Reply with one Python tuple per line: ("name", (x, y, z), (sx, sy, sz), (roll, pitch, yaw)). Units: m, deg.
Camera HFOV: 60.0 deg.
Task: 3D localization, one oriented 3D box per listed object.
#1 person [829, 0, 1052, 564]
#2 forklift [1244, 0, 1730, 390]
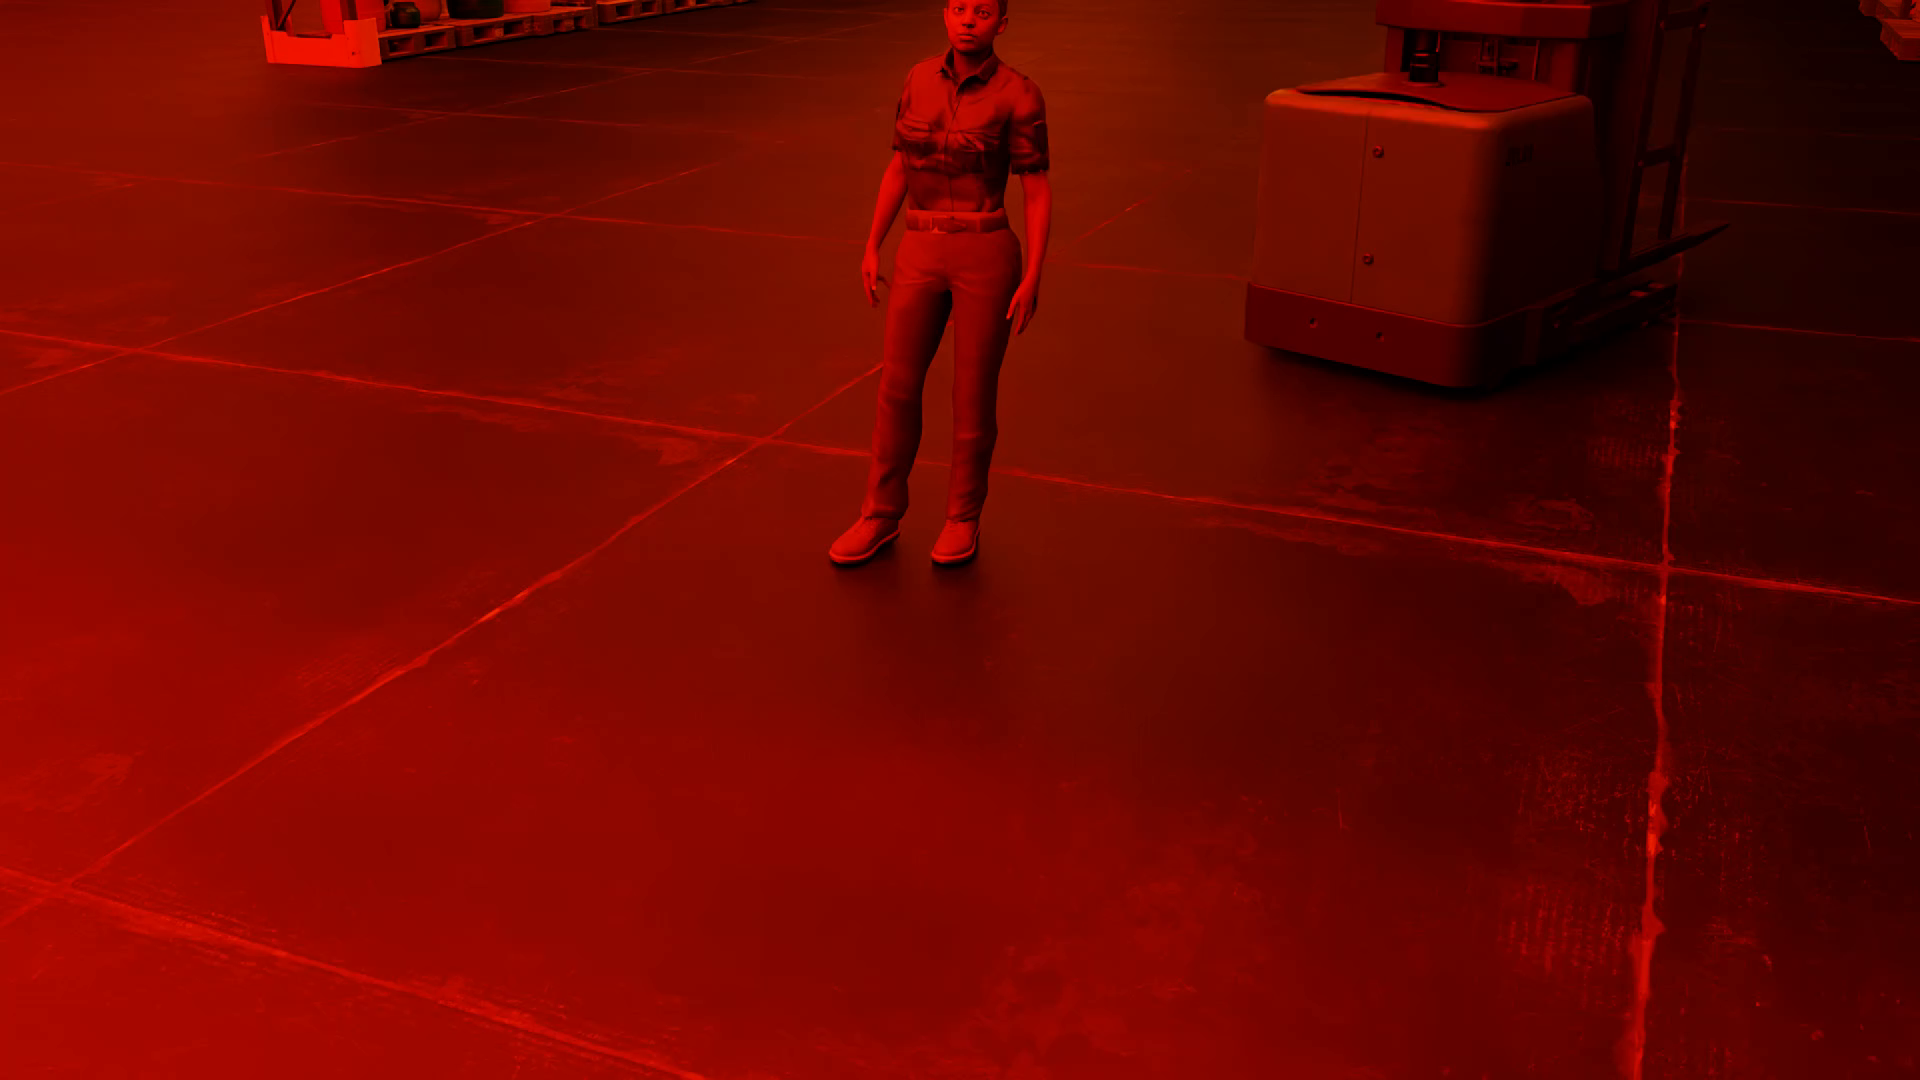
("person", (-0.052, -0.742, 4.704), (0.569, 1.654, 0.504), (9, 24, 21))
("forklift", (2.565, -2.405, 7.047), (1.130, 2.935, 3.031), (20, 30, 40))
